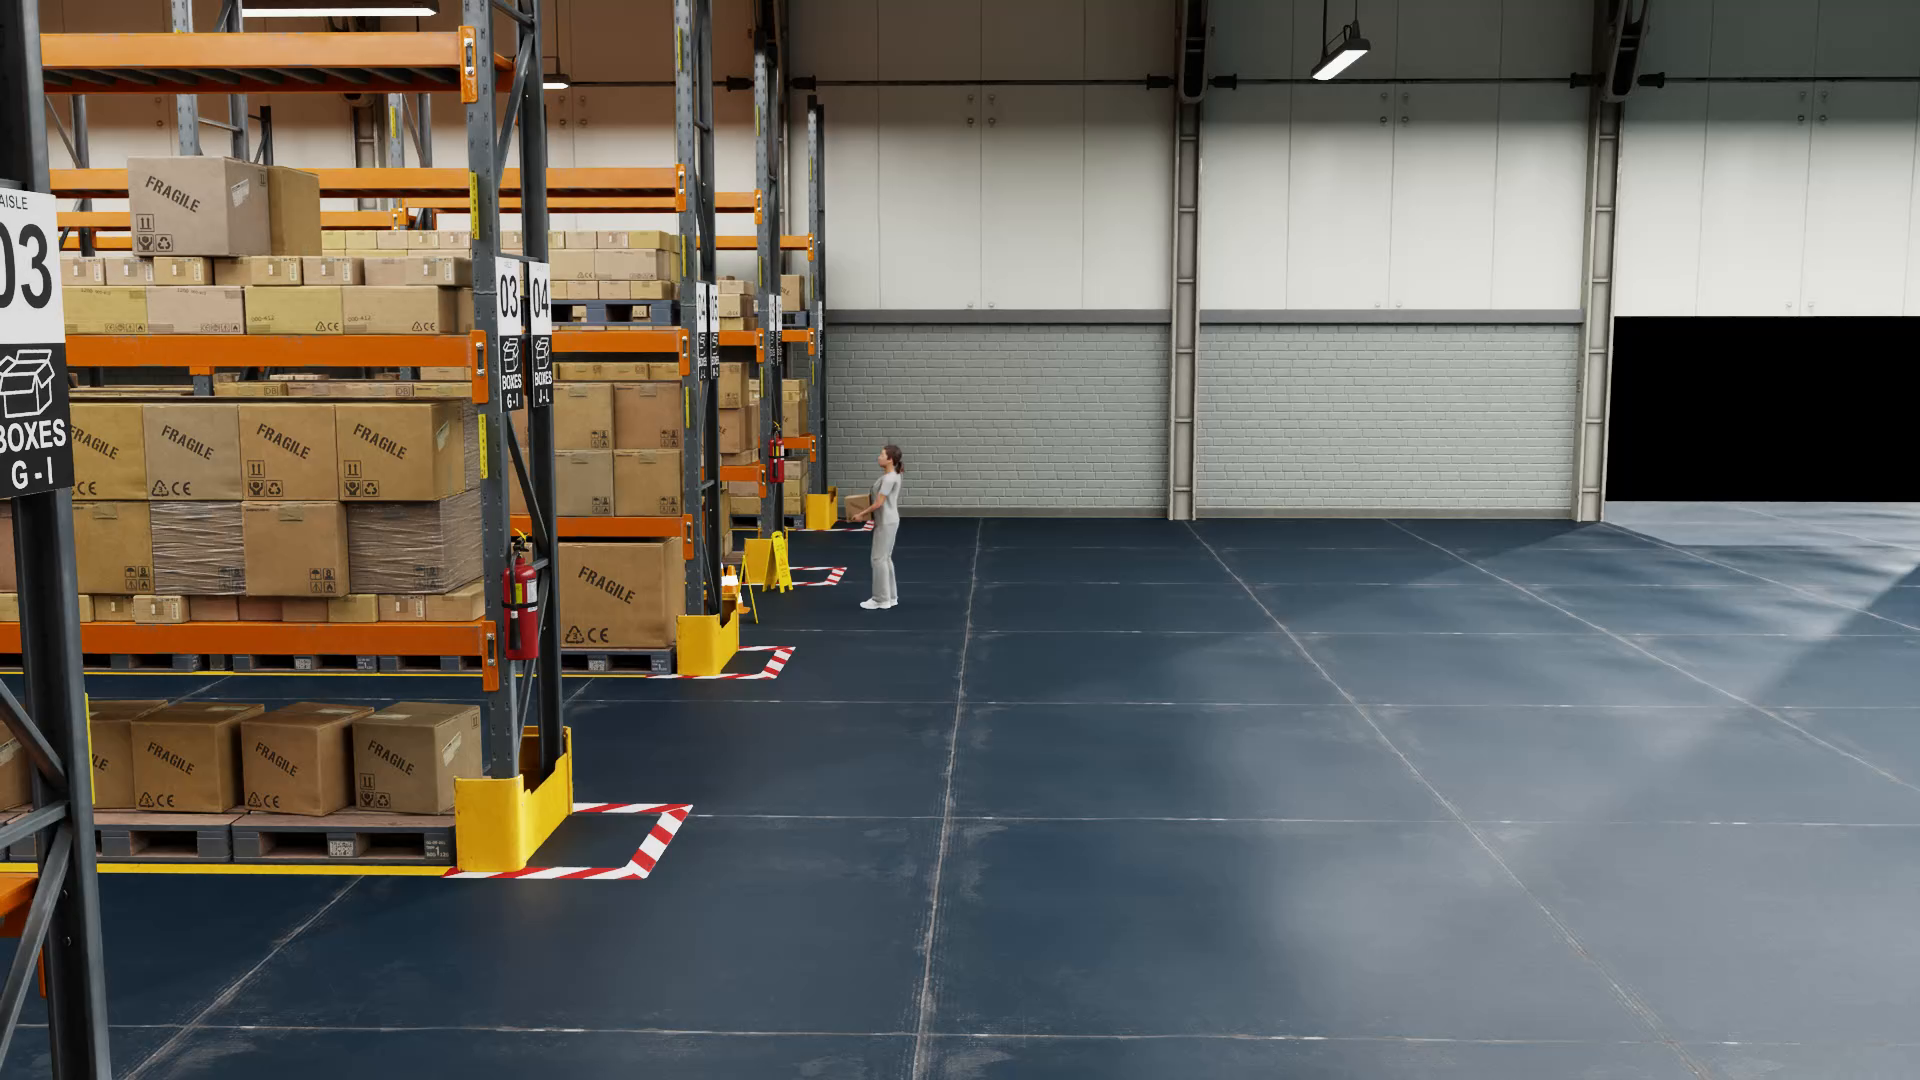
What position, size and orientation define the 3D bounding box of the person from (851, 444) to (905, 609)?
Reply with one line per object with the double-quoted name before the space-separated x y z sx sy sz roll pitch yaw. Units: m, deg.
"person" -0.824 -0.140 16.901 0.550 1.664 0.441 0 7 1
